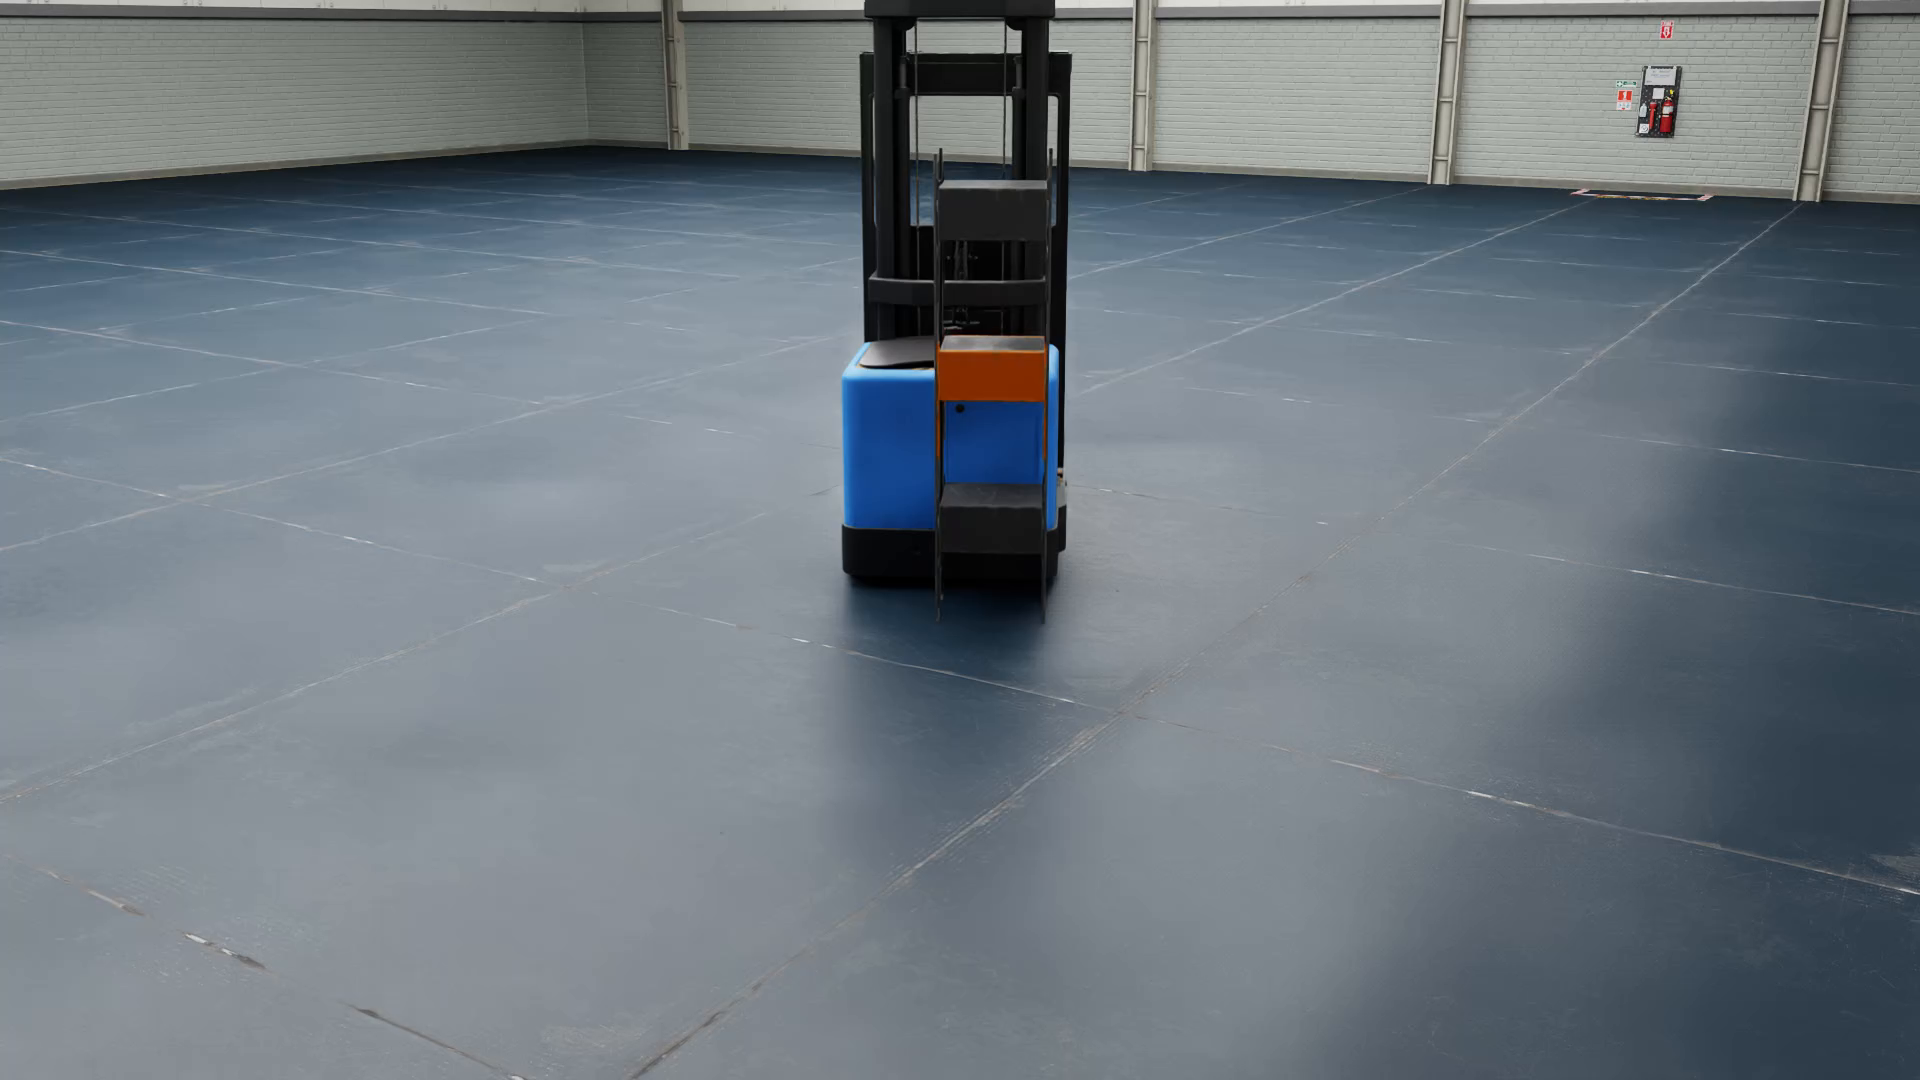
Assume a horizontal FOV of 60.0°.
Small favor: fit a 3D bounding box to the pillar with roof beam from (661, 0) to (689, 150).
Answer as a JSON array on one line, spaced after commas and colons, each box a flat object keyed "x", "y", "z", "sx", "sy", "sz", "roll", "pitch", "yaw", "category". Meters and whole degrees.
[{"x": -8.877, "y": -12.439, "z": 34.349, "sx": 0.400, "sy": 9.000, "sz": 9.100, "roll": 10, "pitch": 20, "yaw": 30, "category": "pillar with roof beam"}]

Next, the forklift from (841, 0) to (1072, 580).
[{"x": 0.045, "y": -1.590, "z": 9.073, "sx": 1.130, "sy": 2.935, "sz": 3.031, "roll": 1, "pitch": 17, "yaw": 4, "category": "forklift"}]

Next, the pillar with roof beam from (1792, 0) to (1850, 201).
[{"x": 11.574, "y": -8.789, "z": 22.332, "sx": 0.400, "sy": 9.000, "sz": 9.100, "roll": 10, "pitch": 20, "yaw": 30, "category": "pillar with roof beam"}]

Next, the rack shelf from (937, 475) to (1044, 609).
[{"x": 0.149, "y": 0.004, "z": 7.712, "sx": 0.480, "sy": 0.518, "sz": 0.431, "roll": 1, "pitch": 17, "yaw": 3, "category": "rack shelf"}]

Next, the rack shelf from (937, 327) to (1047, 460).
[{"x": 0.149, "y": -0.666, "z": 7.508, "sx": 0.480, "sy": 0.518, "sz": 0.431, "roll": 1, "pitch": 17, "yaw": 3, "category": "rack shelf"}]

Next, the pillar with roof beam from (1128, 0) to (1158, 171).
[{"x": 1.348, "y": -10.614, "z": 28.340, "sx": 0.400, "sy": 9.000, "sz": 9.100, "roll": 10, "pitch": 20, "yaw": 30, "category": "pillar with roof beam"}]

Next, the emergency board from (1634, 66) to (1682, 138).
[{"x": 11.741, "y": -7.370, "z": 27.982, "sx": 0.643, "sy": 1.169, "sz": 0.194, "roll": 10, "pitch": 20, "yaw": 30, "category": "emergency board"}]

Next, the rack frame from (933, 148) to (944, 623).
[{"x": -0.095, "y": -0.683, "z": 7.517, "sx": 0.015, "sy": 2.100, "sz": 0.400, "roll": 1, "pitch": 17, "yaw": 3, "category": "rack frame"}]

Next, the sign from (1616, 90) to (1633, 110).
[{"x": 11.324, "y": -7.496, "z": 28.338, "sx": 0.234, "sy": 0.329, "sz": 0.001, "roll": 10, "pitch": 20, "yaw": 30, "category": "sign"}]

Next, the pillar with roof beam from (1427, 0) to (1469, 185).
[{"x": 6.461, "y": -9.701, "z": 25.336, "sx": 0.400, "sy": 9.000, "sz": 9.100, "roll": 10, "pitch": 20, "yaw": 30, "category": "pillar with roof beam"}]

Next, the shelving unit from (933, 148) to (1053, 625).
[{"x": 0.149, "y": -0.679, "z": 7.504, "sx": 0.503, "sy": 2.100, "sz": 0.431, "roll": 1, "pitch": 17, "yaw": 3, "category": "shelving unit"}]

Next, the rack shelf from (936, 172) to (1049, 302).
[{"x": 0.149, "y": -1.336, "z": 7.305, "sx": 0.480, "sy": 0.518, "sz": 0.431, "roll": 1, "pitch": 17, "yaw": 3, "category": "rack shelf"}]

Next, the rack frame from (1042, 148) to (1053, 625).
[{"x": 0.392, "y": -0.675, "z": 7.492, "sx": 0.015, "sy": 2.100, "sz": 0.400, "roll": 1, "pitch": 17, "yaw": 3, "category": "rack frame"}]

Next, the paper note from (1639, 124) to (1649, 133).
[{"x": 11.626, "y": -6.992, "z": 28.255, "sx": 0.142, "sy": 0.148, "sz": 0.016, "roll": 10, "pitch": 20, "yaw": 30, "category": "paper note"}]

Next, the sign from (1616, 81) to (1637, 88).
[{"x": 11.323, "y": -7.747, "z": 28.251, "sx": 0.331, "sy": 0.109, "sz": 0.001, "roll": 10, "pitch": 20, "yaw": 30, "category": "sign"}]

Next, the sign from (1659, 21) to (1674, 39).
[{"x": 11.786, "y": -8.505, "z": 27.730, "sx": 0.199, "sy": 0.298, "sz": 0.001, "roll": 10, "pitch": 20, "yaw": 30, "category": "sign"}]
